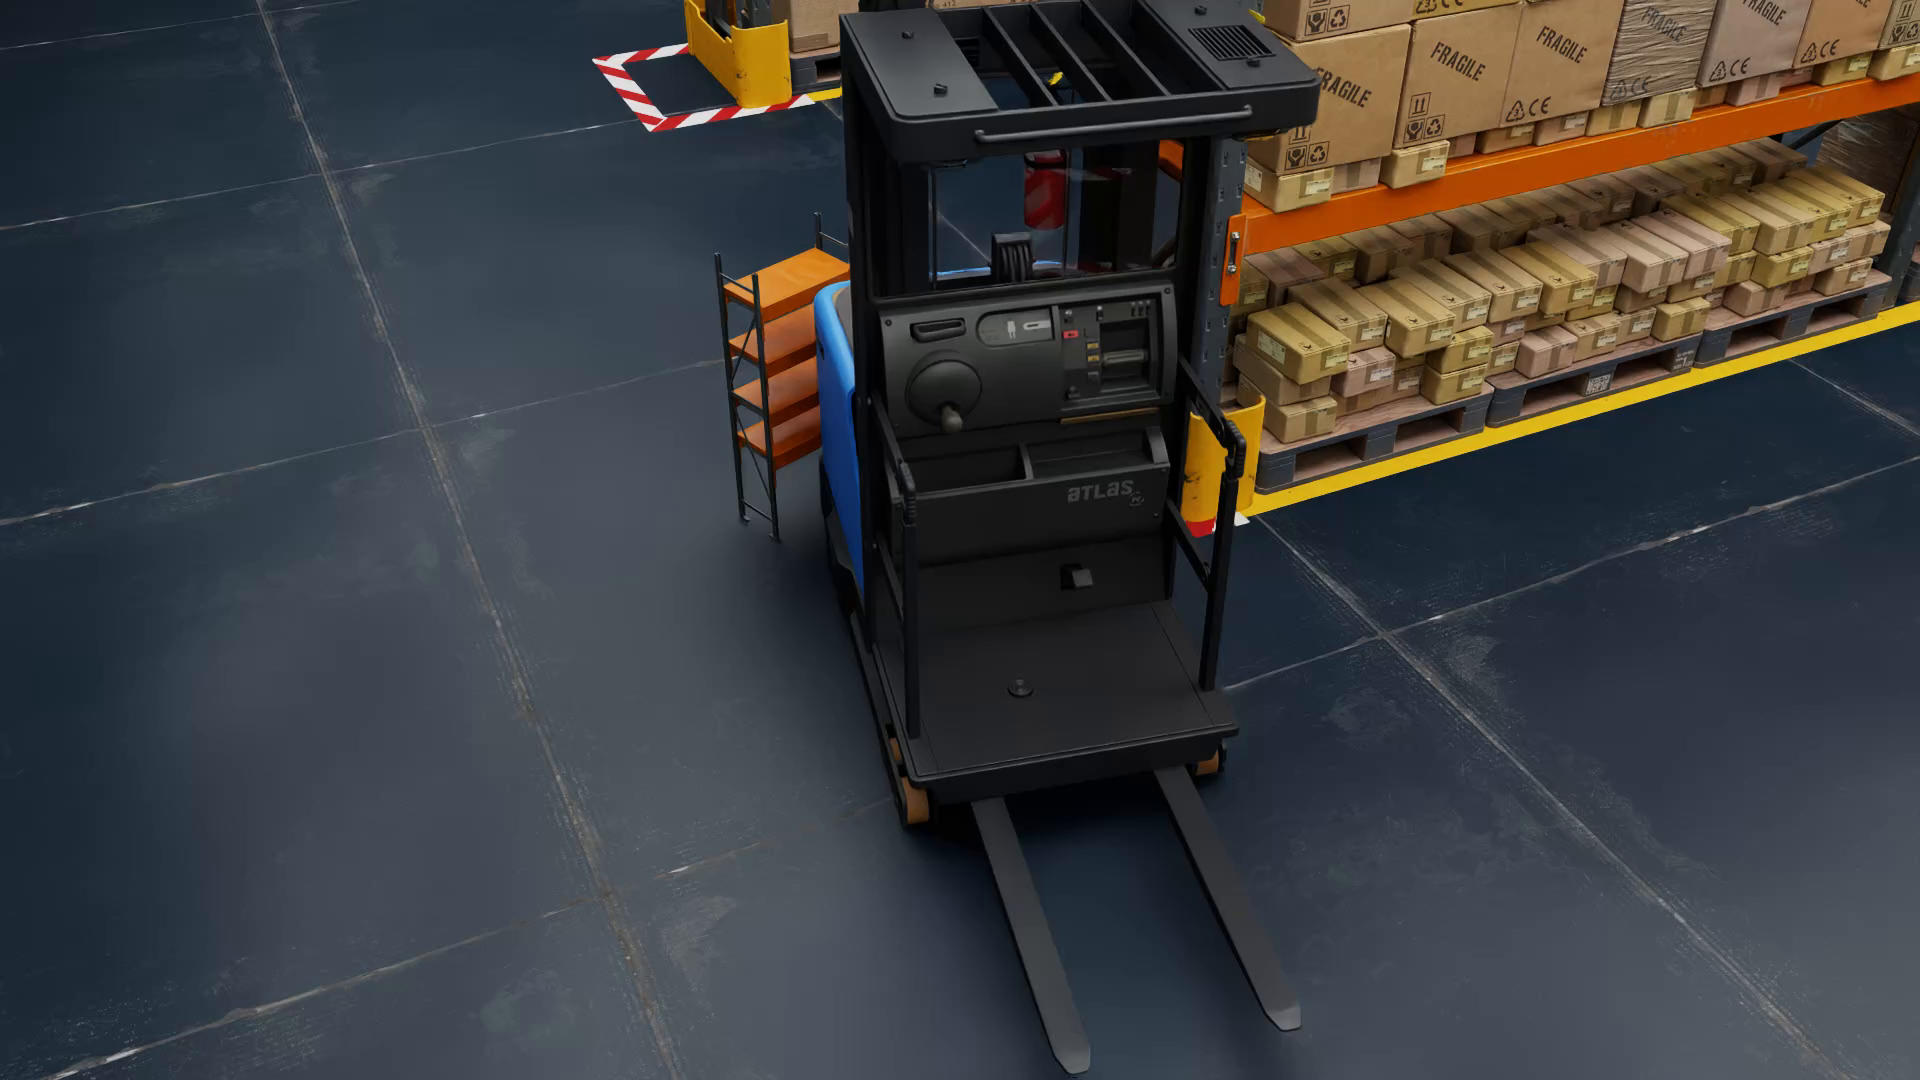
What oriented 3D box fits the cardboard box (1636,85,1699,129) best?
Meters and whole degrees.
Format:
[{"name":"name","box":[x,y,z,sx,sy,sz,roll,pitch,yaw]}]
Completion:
[{"name":"cardboard box","box":[2.852,-1.881,6.980,0.250,0.149,0.380,-15,39,-19]}]

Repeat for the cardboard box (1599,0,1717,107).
[{"name":"cardboard box","box":[2.680,-2.126,6.765,0.500,0.500,0.500,-17,40,-21]}]

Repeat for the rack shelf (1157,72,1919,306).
[{"name":"rack shelf","box":[2.586,-1.820,7.290,4.000,0.370,1.077,-16,39,-20]}]

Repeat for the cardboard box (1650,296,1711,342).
[{"name":"cardboard box","box":[3.249,-1.094,7.748,0.250,0.149,0.380,-16,39,-20]}]

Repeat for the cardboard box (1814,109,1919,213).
[{"name":"cardboard box","box":[4.959,-2.103,8.814,0.500,0.500,0.500,-16,40,-21]}]

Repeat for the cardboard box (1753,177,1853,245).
[{"name":"cardboard box","box":[3.970,-1.562,7.879,0.250,0.149,0.380,-15,39,-19]}]

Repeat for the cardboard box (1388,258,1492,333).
[{"name":"cardboard box","box":[2.064,-1.052,7.191,0.250,0.149,0.380,-18,40,-22]}]

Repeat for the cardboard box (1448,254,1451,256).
[{"name":"cardboard box","box":[2.305,-1.359,7.855,0.250,0.149,0.380,-14,39,-18]}]

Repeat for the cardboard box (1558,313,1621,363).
[{"name":"cardboard box","box":[2.780,-0.985,7.601,0.250,0.149,0.380,-16,39,-20]}]

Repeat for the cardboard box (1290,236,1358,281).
[{"name":"cardboard box","box":[1.579,-1.303,7.530,0.250,0.149,0.380,-16,40,-21]}]

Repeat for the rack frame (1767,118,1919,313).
[{"name":"rack frame","box":[4.396,-2.615,7.758,0.127,3.000,1.000,-16,39,-20]}]

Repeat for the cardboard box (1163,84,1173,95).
[{"name":"cardboard box","box":[1.073,-2.015,6.615,0.500,0.500,0.500,-15,39,-19]}]

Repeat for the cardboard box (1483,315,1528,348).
[{"name":"cardboard box","box":[2.293,-1.014,7.390,0.250,0.149,0.380,-18,40,-22]}]

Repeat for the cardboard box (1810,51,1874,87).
[{"name":"cardboard box","box":[3.783,-2.157,7.351,0.250,0.149,0.380,-14,39,-18]}]

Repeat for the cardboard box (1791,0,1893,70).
[{"name":"cardboard box","box":[3.608,-2.369,7.093,0.500,0.500,0.500,-17,40,-21]}]

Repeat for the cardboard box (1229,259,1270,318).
[{"name":"cardboard box","box":[1.147,-1.136,7.305,0.250,0.149,0.380,-15,39,-19]}]

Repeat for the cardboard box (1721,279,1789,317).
[{"name":"cardboard box","box":[3.703,-1.234,7.936,0.250,0.149,0.380,-17,40,-21]}]

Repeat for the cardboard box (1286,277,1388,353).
[{"name":"cardboard box","box":[1.592,-0.950,7.054,0.250,0.149,0.380,-15,39,-19]}]

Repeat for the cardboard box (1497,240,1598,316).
[{"name":"cardboard box","box":[2.577,-1.159,7.335,0.250,0.149,0.380,-15,39,-19]}]

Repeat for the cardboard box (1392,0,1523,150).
[{"name":"cardboard box","box":[1.773,-1.876,6.428,0.500,0.500,0.500,-16,39,-20]}]

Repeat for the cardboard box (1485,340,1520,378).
[{"name":"cardboard box","box":[2.278,-0.885,7.466,0.250,0.149,0.380,-16,39,-20]}]

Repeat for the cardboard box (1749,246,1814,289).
[{"name":"cardboard box","box":[3.771,-1.355,7.850,0.250,0.149,0.380,-17,40,-22]}]

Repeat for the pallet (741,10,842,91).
[{"name":"pallet","box":[-0.729,-3.371,11.118,1.213,0.211,1.003,-16,39,-20]}]

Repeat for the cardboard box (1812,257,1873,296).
[{"name":"cardboard box","box":[4.186,-1.356,8.101,0.250,0.149,0.380,-15,39,-19]}]

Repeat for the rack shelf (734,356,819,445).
[{"name":"rack shelf","box":[-0.649,-0.580,6.637,0.480,0.148,0.258,-30,46,-34]}]

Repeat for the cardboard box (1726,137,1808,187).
[{"name":"cardboard box","box":[3.996,-1.903,8.338,0.250,0.149,0.380,-14,39,-18]}]

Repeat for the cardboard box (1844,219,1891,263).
[{"name":"cardboard box","box":[4.246,-1.507,8.055,0.250,0.149,0.380,-15,39,-19]}]

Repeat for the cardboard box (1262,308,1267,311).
[{"name":"cardboard box","box":[1.391,-1.071,7.466,0.250,0.149,0.380,-17,40,-21]}]

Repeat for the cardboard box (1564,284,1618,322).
[{"name":"cardboard box","box":[2.769,-1.168,7.597,0.250,0.149,0.380,-14,39,-18]}]

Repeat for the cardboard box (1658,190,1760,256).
[{"name":"cardboard box","box":[3.480,-1.471,7.757,0.250,0.149,0.380,-14,39,-18]}]

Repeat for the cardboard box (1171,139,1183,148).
[{"name":"cardboard box","box":[0.950,-1.737,6.785,0.250,0.149,0.380,-16,39,-20]}]

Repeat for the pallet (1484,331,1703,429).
[{"name":"pallet","box":[2.697,-0.995,7.915,1.213,0.211,1.003,-16,39,-20]}]

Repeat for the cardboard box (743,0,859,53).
[{"name":"cardboard box","box":[-0.865,-3.607,10.894,0.875,0.438,0.875,-17,40,-21]}]

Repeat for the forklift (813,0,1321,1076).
[{"name":"forklift","box":[0.270,-0.491,4.952,1.130,2.935,3.031,-8,37,-11]}]

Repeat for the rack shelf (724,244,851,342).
[{"name":"rack shelf","box":[-0.649,-0.949,6.363,0.480,0.148,0.258,-30,46,-34]}]

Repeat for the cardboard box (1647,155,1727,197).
[{"name":"cardboard box","box":[3.514,-1.774,8.165,0.250,0.149,0.380,-16,40,-21]}]

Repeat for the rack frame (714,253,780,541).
[{"name":"rack frame","box":[-0.822,-0.532,6.460,0.015,1.200,0.240,-30,46,-34]}]

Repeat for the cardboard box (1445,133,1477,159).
[{"name":"cardboard box","box":[1.863,-1.673,6.698,0.250,0.149,0.380,-14,39,-18]}]

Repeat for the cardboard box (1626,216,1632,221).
[{"name":"cardboard box","box":[3.290,-1.579,8.152,0.250,0.149,0.380,-18,40,-22]}]

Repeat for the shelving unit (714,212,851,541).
[{"name":"shelving unit","box":[-0.649,-0.634,6.597,0.503,1.200,0.258,-30,46,-34]}]

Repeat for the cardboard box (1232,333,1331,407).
[{"name":"cardboard box","box":[1.359,-0.740,7.021,0.250,0.149,0.380,-14,39,-18]}]

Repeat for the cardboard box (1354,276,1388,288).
[{"name":"cardboard box","box":[1.888,-1.179,7.612,0.250,0.149,0.380,-16,39,-20]}]

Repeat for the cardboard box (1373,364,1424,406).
[{"name":"cardboard box","box":[1.809,-0.764,7.302,0.250,0.149,0.380,-15,39,-19]}]

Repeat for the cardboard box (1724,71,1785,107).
[{"name":"cardboard box","box":[3.306,-2.020,7.166,0.250,0.149,0.380,-17,40,-22]}]

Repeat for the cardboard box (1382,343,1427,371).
[{"name":"cardboard box","box":[1.814,-0.889,7.221,0.250,0.149,0.380,-15,39,-19]}]

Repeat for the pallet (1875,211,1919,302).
[{"name":"pallet","box":[5.100,-1.693,8.856,1.213,0.211,1.003,-16,39,-20]}]

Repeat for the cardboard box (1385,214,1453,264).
[{"name":"cardboard box","box":[2.060,-1.432,7.704,0.250,0.149,0.380,-14,39,-18]}]

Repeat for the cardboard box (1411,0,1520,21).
[{"name":"cardboard box","box":[1.748,-2.266,6.114,0.500,0.500,0.500,-14,39,-19]}]

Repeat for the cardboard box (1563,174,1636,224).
[{"name":"cardboard box","box":[3.022,-1.676,8.032,0.250,0.149,0.380,-15,39,-19]}]

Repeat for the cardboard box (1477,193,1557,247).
[{"name":"cardboard box","box":[2.571,-1.521,7.824,0.250,0.149,0.380,-15,39,-20]}]

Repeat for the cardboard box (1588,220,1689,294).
[{"name":"cardboard box","box":[3.035,-1.278,7.496,0.250,0.149,0.380,-17,40,-22]}]

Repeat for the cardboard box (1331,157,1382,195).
[{"name":"cardboard box","box":[1.421,-1.494,6.457,0.250,0.149,0.380,-14,39,-18]}]

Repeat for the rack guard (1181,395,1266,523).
[{"name":"rack guard","box":[0.844,-0.618,7.164,0.348,0.500,1.175,-16,39,-20]}]

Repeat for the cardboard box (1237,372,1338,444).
[{"name":"cardboard box","box":[1.385,-0.587,7.063,0.250,0.149,0.380,-15,39,-19]}]

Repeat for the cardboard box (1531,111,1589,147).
[{"name":"cardboard box","box":[2.354,-1.775,6.837,0.250,0.149,0.380,-16,40,-21]}]

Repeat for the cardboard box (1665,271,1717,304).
[{"name":"cardboard box","box":[3.280,-1.269,7.734,0.250,0.149,0.380,-15,39,-19]}]
